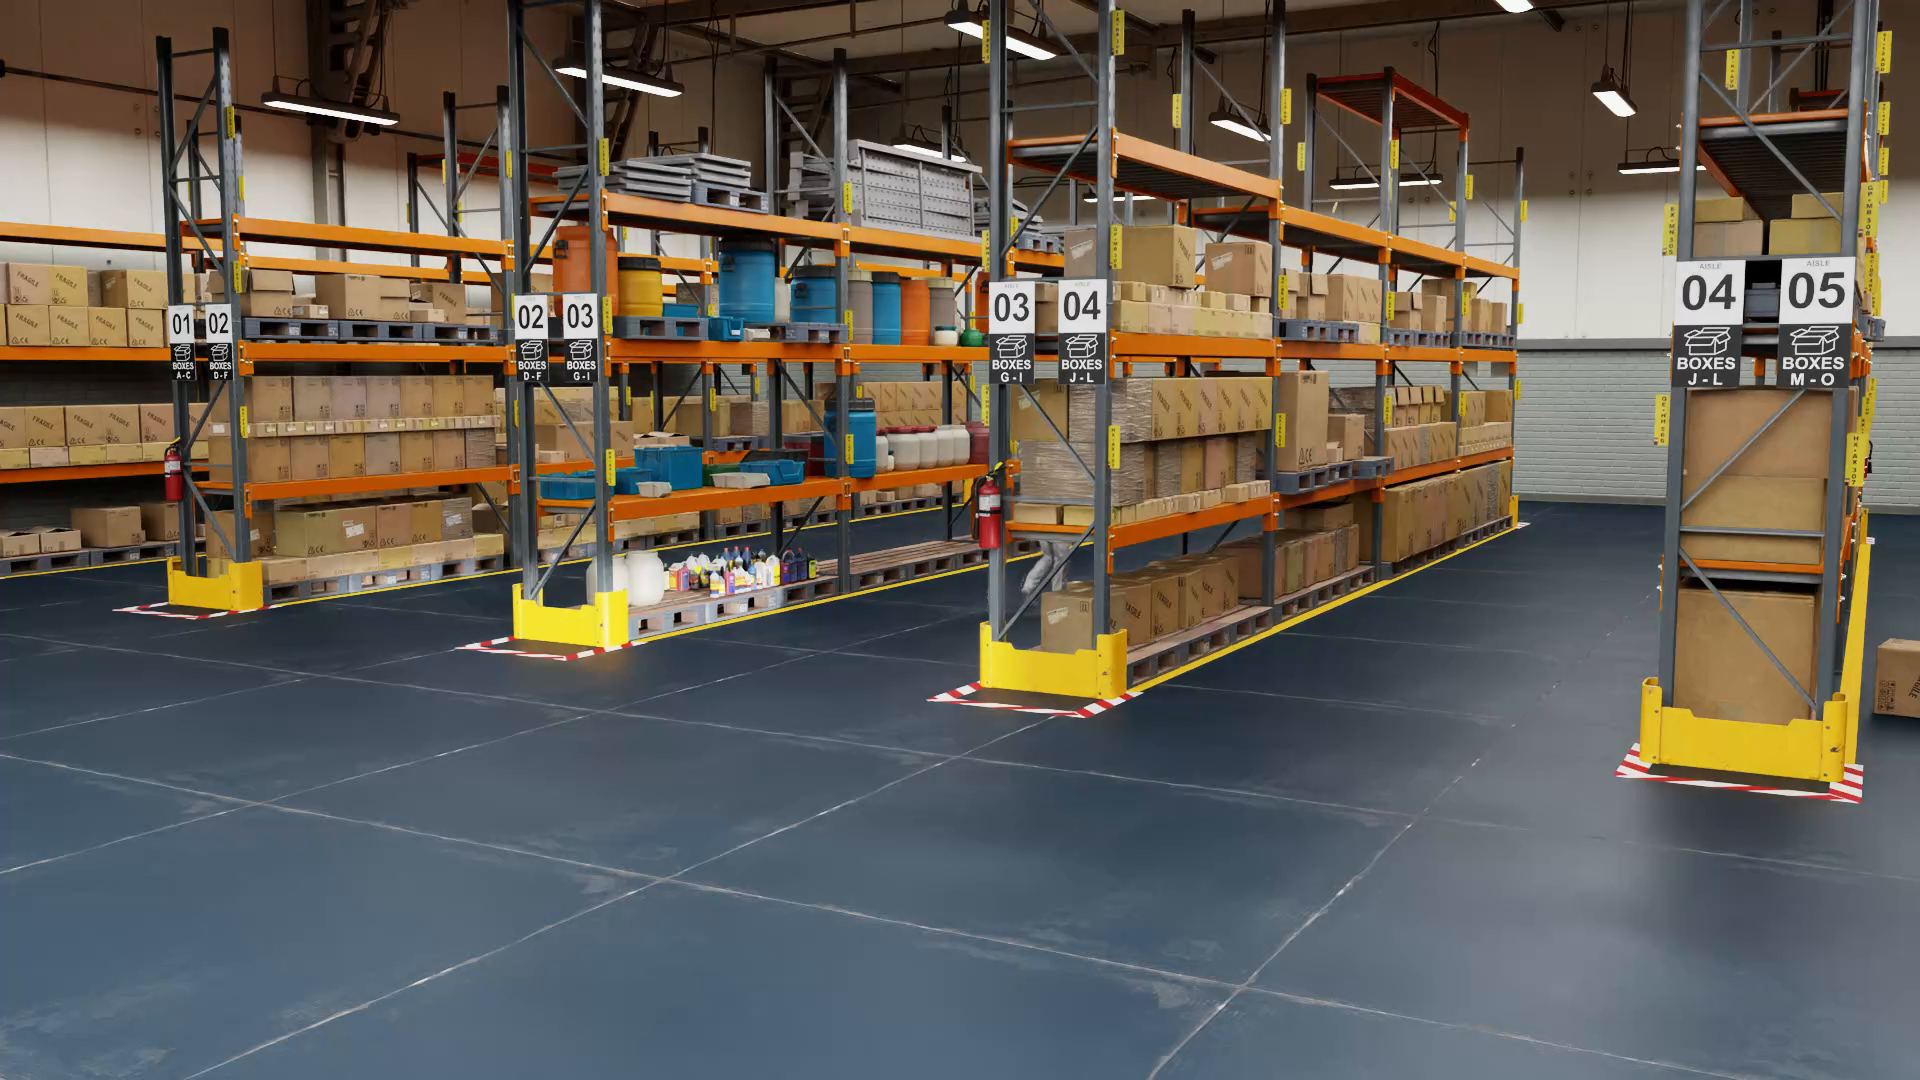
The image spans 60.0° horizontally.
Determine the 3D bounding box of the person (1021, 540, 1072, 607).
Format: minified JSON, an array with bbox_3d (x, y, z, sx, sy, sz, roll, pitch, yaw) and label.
[{"bbox_3d":[0.958,-0.145,17.188,0.517,1.778,0.622,-4,7,-37],"label":"person"}]
